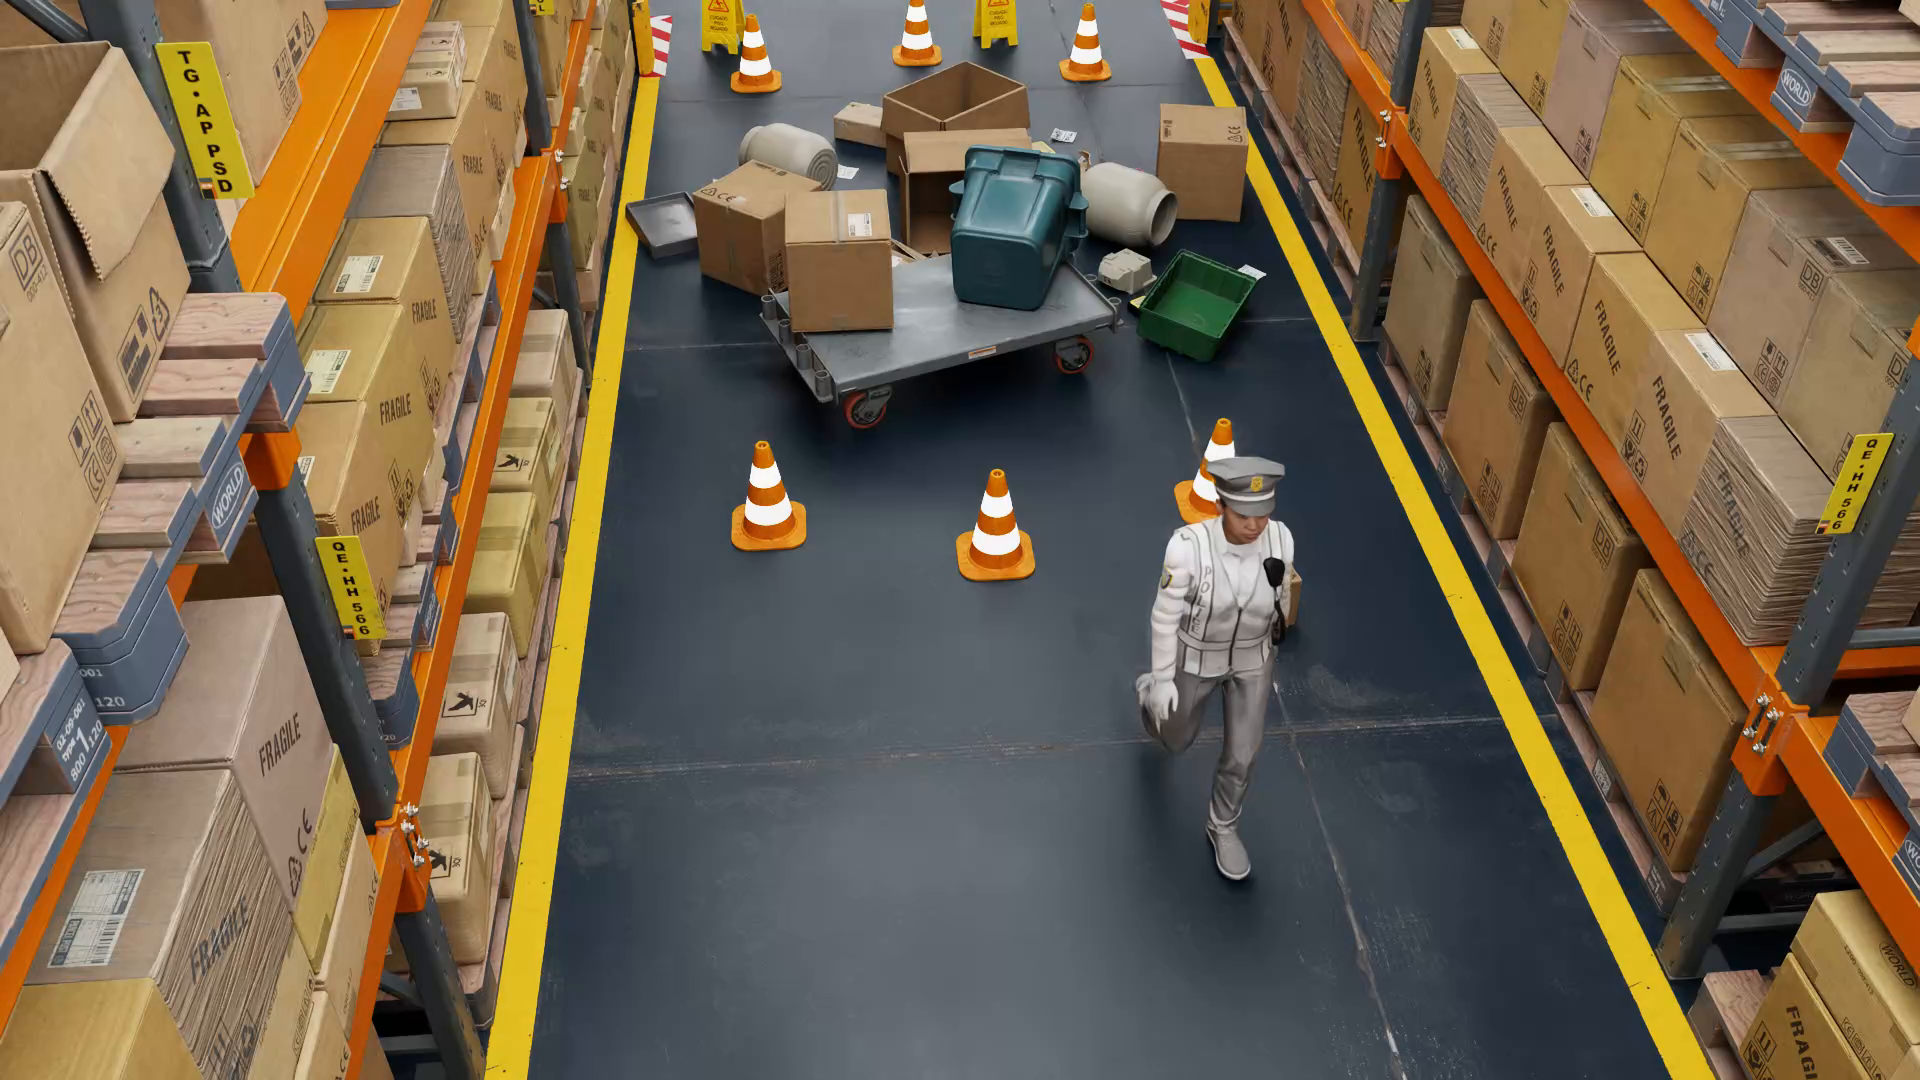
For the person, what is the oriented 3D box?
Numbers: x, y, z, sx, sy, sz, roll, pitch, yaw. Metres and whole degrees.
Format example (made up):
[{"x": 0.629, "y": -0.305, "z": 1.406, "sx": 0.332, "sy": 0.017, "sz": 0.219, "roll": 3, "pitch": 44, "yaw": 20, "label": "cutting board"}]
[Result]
[{"x": 0.875, "y": 0.346, "z": 5.701, "sx": 0.509, "sy": 1.653, "sz": 0.781, "roll": -4, "pitch": 39, "yaw": -5, "label": "person"}]
